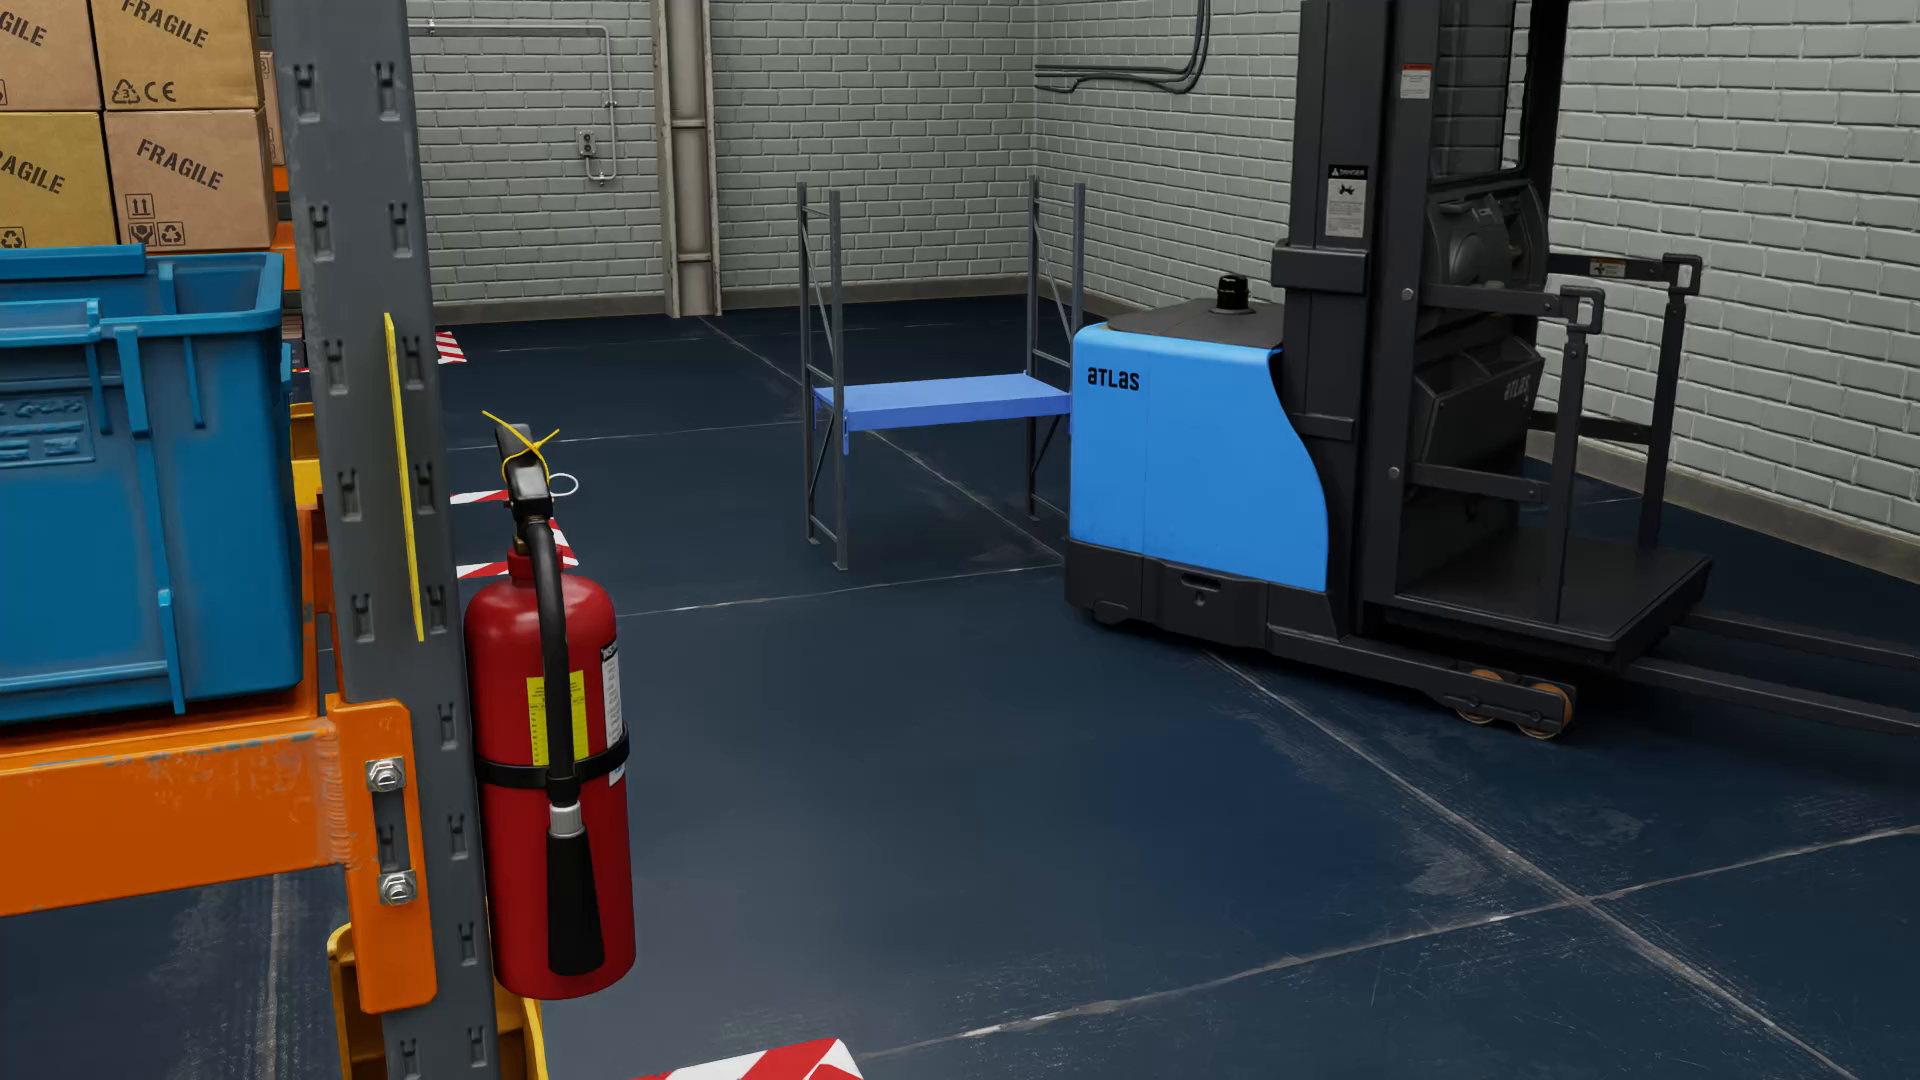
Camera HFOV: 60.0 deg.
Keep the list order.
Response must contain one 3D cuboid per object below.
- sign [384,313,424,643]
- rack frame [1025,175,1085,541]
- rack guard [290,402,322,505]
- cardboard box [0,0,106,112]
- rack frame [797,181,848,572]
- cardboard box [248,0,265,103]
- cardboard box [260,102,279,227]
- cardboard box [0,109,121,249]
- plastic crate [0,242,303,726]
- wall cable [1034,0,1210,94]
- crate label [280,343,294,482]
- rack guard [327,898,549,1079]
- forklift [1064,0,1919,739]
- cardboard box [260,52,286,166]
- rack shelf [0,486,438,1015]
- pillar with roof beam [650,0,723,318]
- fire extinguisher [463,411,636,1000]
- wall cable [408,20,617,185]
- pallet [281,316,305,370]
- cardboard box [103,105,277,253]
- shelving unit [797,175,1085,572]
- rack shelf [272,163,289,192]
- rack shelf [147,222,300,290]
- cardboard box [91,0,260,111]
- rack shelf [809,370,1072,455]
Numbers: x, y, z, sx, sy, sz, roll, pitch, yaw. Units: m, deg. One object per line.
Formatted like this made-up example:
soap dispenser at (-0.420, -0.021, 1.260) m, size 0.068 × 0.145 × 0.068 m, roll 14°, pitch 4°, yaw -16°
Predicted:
sign at (-0.569, -0.063, 1.701) m, size 0.005 × 0.325 × 0.100 m, roll -6°, pitch 17°, yaw -20°
rack frame at (0.395, -0.762, 7.032) m, size 0.032 × 1.500 × 0.500 m, roll -6°, pitch 17°, yaw -20°
rack guard at (-2.621, -0.225, 6.976) m, size 0.348 × 0.500 × 1.175 m, roll -6°, pitch 17°, yaw -20°
cardboard box at (-3.338, -1.791, 5.922) m, size 0.500 × 0.500 × 0.500 m, roll -6°, pitch 17°, yaw -19°
rack frame at (-0.554, -0.660, 6.683) m, size 0.032 × 1.500 × 0.500 m, roll -6°, pitch 17°, yaw -20°
cardboard box at (-3.058, -1.984, 6.579) m, size 0.500 × 0.500 × 0.500 m, roll -6°, pitch 17°, yaw -18°
cardboard box at (-3.058, -1.504, 6.720) m, size 0.500 × 0.500 × 0.500 m, roll -6°, pitch 17°, yaw -19°
cardboard box at (-3.354, -1.310, 6.057) m, size 0.500 × 0.500 × 0.500 m, roll -6°, pitch 17°, yaw -20°
plastic crate at (-1.026, -0.091, 1.915) m, size 0.499 × 0.435 × 0.616 m, roll -6°, pitch 17°, yaw -20°
wall cable at (1.084, -4.600, 12.301) m, size 0.112 × 2.526 × 3.097 m, roll -6°, pitch 17°, yaw -20°
crate label at (-1.129, -0.138, 2.436) m, size 0.303 × 0.233 × 0.416 m, roll -6°, pitch 17°, yaw -20°
rack guard at (-0.763, 1.065, 2.583) m, size 0.348 × 0.500 × 1.175 m, roll -6°, pitch 17°, yaw -20°
forklift at (1.856, -0.971, 5.204) m, size 3.031 × 2.935 × 1.130 m, roll 12°, pitch 20°, yaw 36°
cardboard box at (-4.798, -2.825, 10.861) m, size 0.700 × 0.700 × 0.980 m, roll -5°, pitch 17°, yaw -18°
rack shelf at (-2.648, 0.419, 1.626) m, size 4.000 × 0.370 × 1.077 m, roll -6°, pitch 17°, yaw -20°
pillar with roof beam at (-0.573, -4.980, 8.087) m, size 0.400 × 9.000 × 9.100 m, roll -6°, pitch 17°, yaw -20°
fire extinguisher at (-0.477, 0.192, 1.919) m, size 0.183 × 0.674 × 0.296 m, roll -6°, pitch 17°, yaw -20°
wall cable at (-3.468, -3.600, 12.231) m, size 1.851 × 1.984 × 0.084 m, roll -6°, pitch 17°, yaw -20°
pallet at (-5.044, -1.296, 11.135) m, size 1.213 × 0.211 × 1.003 m, roll -6°, pitch 17°, yaw -20°
cardboard box at (-2.870, -1.363, 6.238) m, size 0.500 × 0.500 × 0.500 m, roll -6°, pitch 17°, yaw -18°
shelving unit at (-0.080, -0.711, 6.858) m, size 1.048 × 1.500 × 0.538 m, roll -6°, pitch 17°, yaw -20°
rack shelf at (-6.193, -2.188, 10.502) m, size 4.000 × 0.370 × 1.077 m, roll -6°, pitch 17°, yaw -20°
rack shelf at (-4.417, -0.885, 6.065) m, size 4.000 × 0.370 × 1.077 m, roll -6°, pitch 17°, yaw -20°
cardboard box at (-2.867, -1.842, 6.096) m, size 0.500 × 0.500 × 0.500 m, roll -6°, pitch 18°, yaw -21°
rack shelf at (-0.080, -0.538, 6.908) m, size 1.000 × 0.185 × 0.538 m, roll -6°, pitch 17°, yaw -20°
